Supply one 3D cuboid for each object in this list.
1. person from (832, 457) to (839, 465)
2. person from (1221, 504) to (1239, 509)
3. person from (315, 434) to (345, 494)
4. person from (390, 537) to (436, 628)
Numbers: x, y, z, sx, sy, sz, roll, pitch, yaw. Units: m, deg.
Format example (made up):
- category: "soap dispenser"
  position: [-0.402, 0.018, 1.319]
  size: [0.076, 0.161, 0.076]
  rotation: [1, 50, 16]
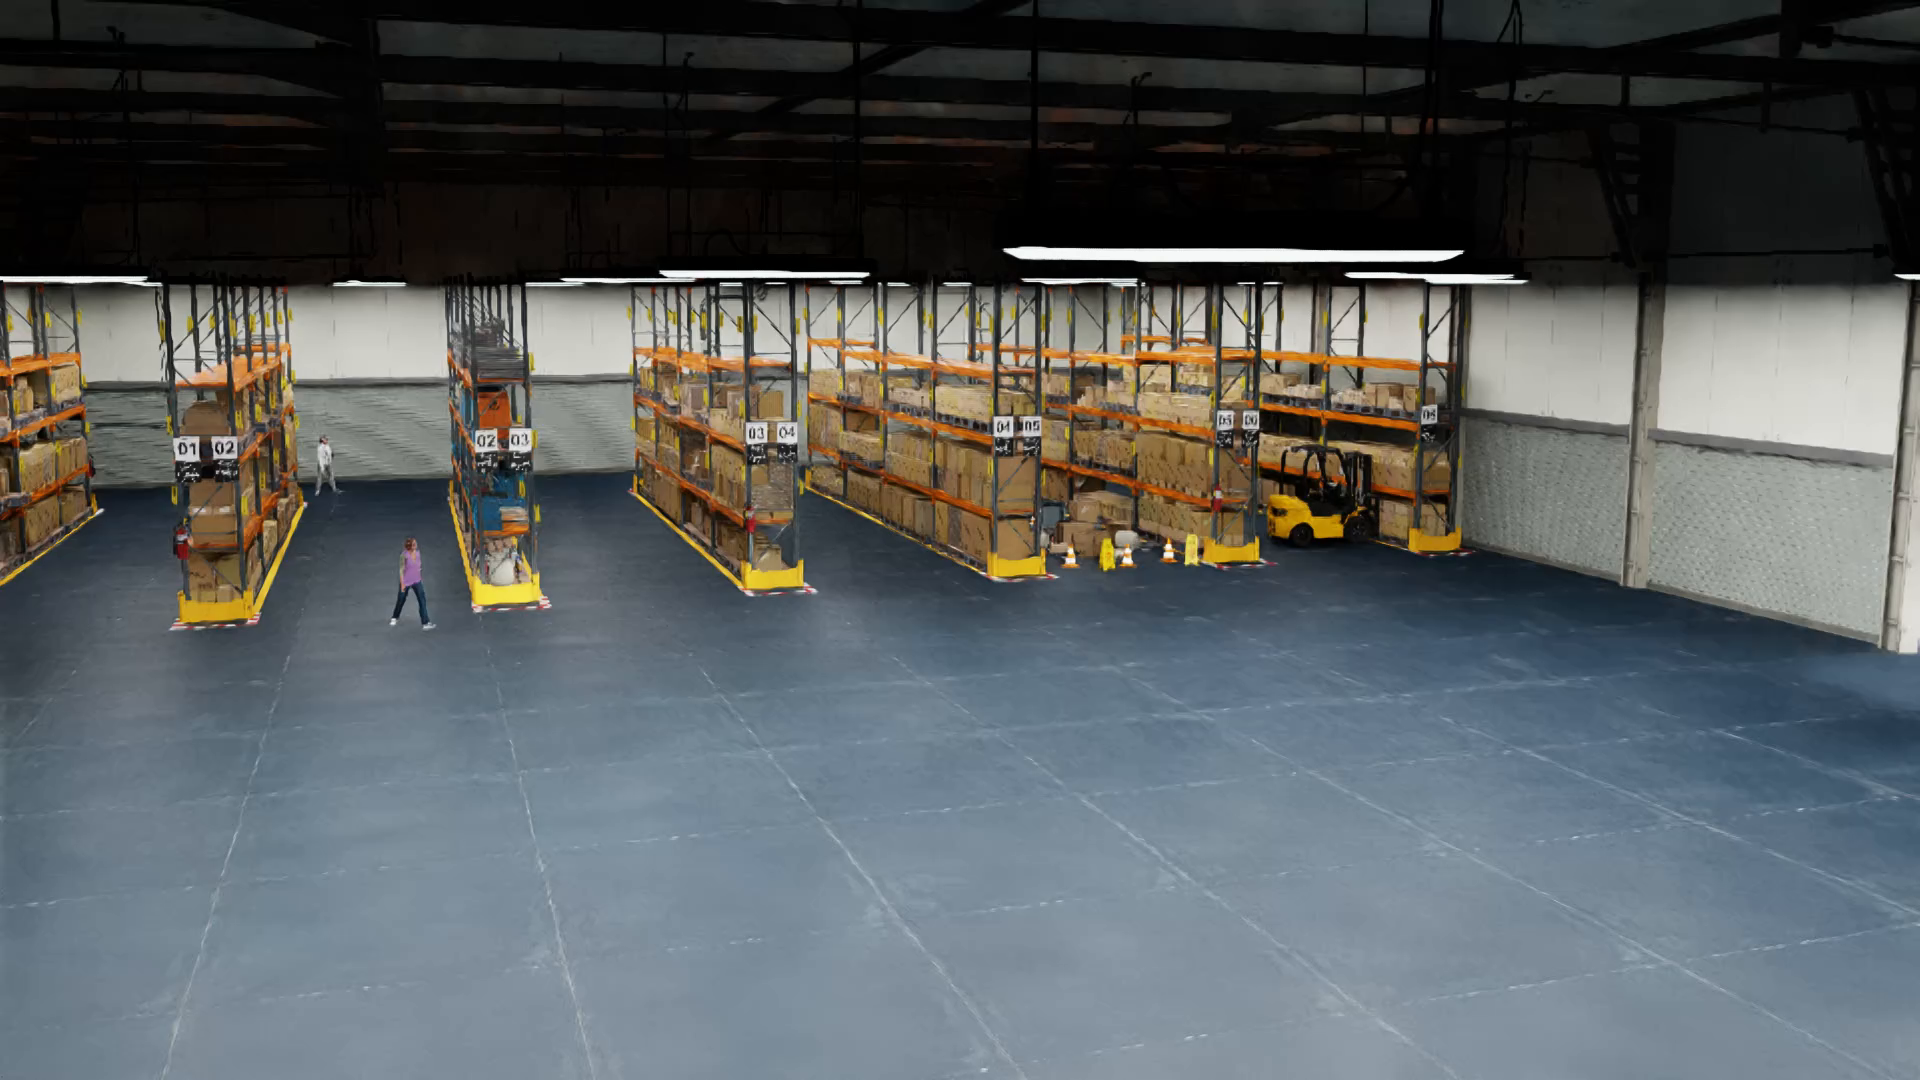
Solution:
- category: "person"
  position: [-3.553, -2.585, 49.733]
  size: [0.544, 1.654, 0.693]
  rotation: [-7, 11, -38]
- category: "person"
  position: [6.280, -0.978, 38.728]
  size: [0.601, 1.737, 0.445]
  rotation: [7, 11, 37]
- category: "person"
  position: [-17.725, -2.134, 46.575]
  size: [0.598, 1.668, 0.686]
  rotation: [3, 9, 18]
- category: "person"
  position: [-9.305, 0.718, 28.106]
  size: [0.861, 1.564, 0.473]
  rotation: [8, 11, 41]
